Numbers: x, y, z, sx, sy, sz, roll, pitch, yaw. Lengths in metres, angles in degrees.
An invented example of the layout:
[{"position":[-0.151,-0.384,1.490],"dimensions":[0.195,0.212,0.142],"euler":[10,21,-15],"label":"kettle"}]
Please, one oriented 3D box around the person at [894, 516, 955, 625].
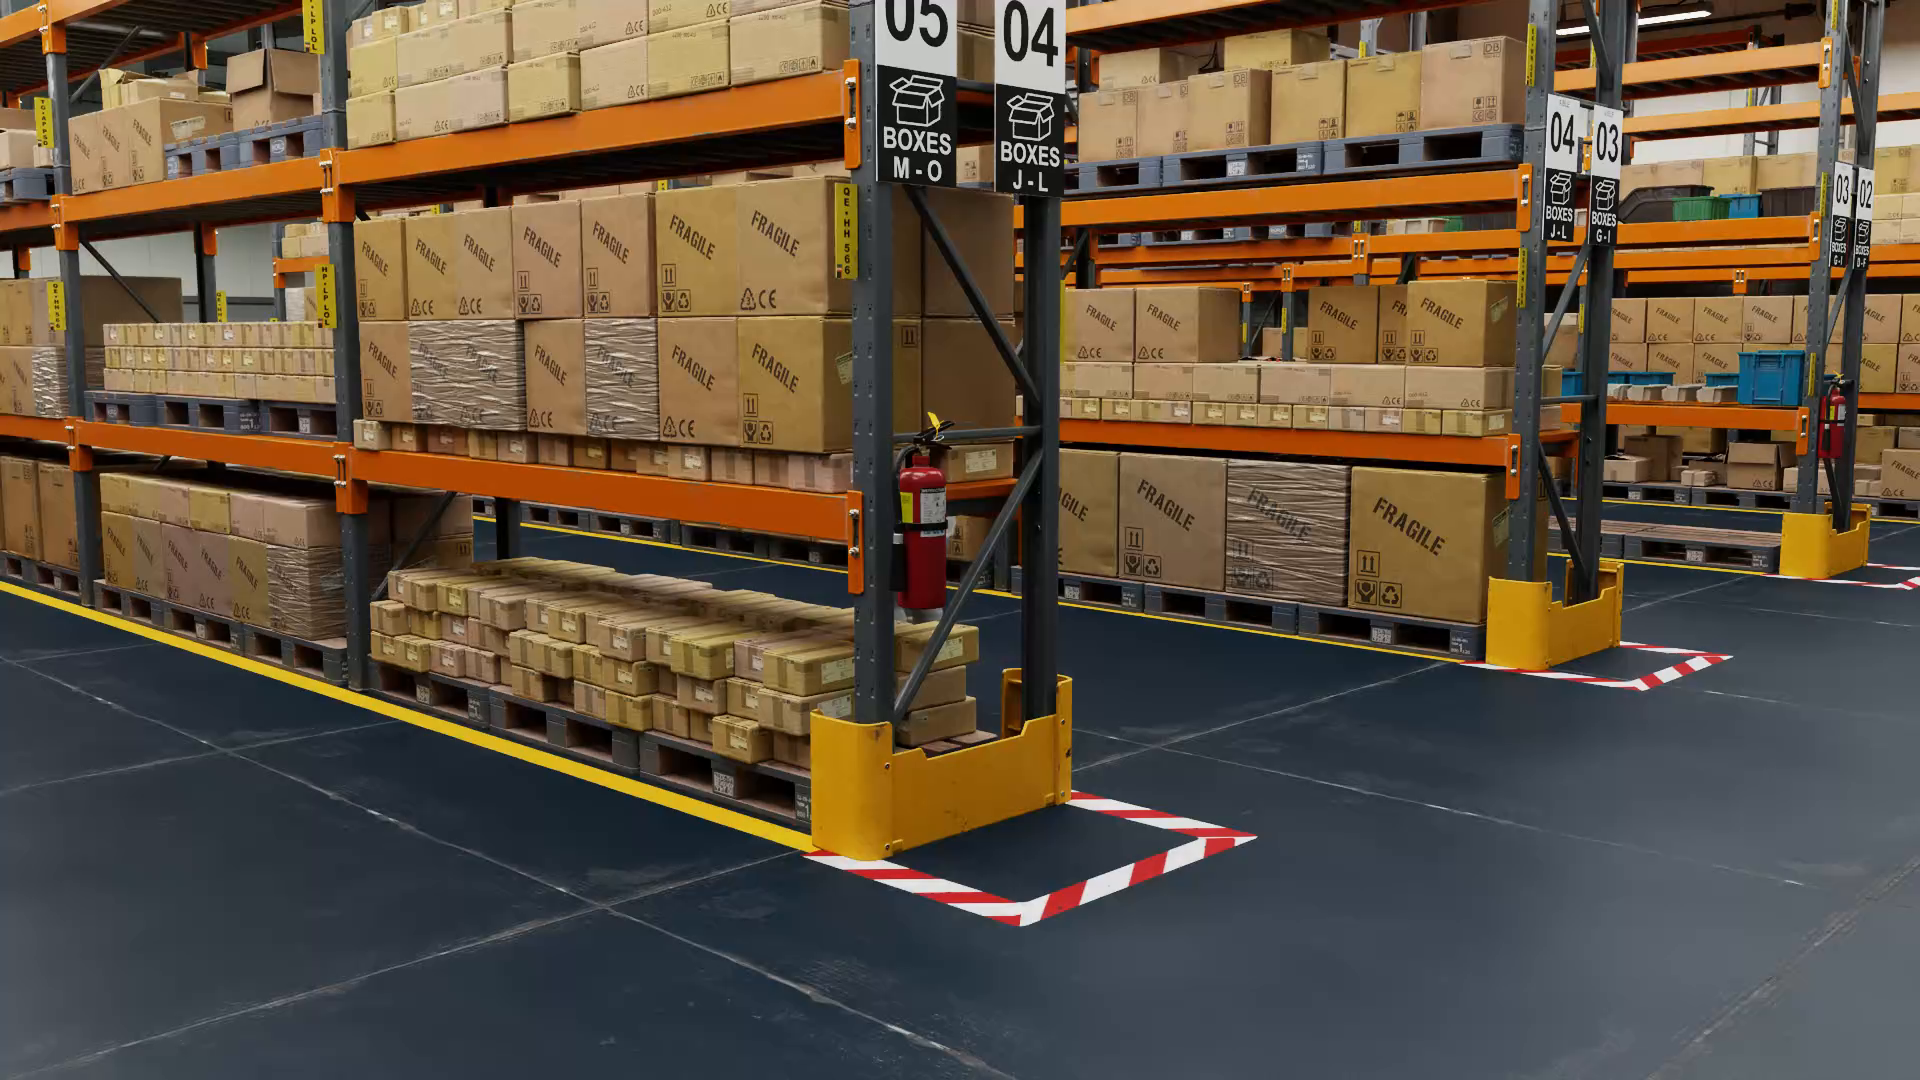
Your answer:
[{"position":[-0.263,-0.046,8.604],"dimensions":[0.439,1.747,0.607],"euler":[6,9,39],"label":"person"}]
